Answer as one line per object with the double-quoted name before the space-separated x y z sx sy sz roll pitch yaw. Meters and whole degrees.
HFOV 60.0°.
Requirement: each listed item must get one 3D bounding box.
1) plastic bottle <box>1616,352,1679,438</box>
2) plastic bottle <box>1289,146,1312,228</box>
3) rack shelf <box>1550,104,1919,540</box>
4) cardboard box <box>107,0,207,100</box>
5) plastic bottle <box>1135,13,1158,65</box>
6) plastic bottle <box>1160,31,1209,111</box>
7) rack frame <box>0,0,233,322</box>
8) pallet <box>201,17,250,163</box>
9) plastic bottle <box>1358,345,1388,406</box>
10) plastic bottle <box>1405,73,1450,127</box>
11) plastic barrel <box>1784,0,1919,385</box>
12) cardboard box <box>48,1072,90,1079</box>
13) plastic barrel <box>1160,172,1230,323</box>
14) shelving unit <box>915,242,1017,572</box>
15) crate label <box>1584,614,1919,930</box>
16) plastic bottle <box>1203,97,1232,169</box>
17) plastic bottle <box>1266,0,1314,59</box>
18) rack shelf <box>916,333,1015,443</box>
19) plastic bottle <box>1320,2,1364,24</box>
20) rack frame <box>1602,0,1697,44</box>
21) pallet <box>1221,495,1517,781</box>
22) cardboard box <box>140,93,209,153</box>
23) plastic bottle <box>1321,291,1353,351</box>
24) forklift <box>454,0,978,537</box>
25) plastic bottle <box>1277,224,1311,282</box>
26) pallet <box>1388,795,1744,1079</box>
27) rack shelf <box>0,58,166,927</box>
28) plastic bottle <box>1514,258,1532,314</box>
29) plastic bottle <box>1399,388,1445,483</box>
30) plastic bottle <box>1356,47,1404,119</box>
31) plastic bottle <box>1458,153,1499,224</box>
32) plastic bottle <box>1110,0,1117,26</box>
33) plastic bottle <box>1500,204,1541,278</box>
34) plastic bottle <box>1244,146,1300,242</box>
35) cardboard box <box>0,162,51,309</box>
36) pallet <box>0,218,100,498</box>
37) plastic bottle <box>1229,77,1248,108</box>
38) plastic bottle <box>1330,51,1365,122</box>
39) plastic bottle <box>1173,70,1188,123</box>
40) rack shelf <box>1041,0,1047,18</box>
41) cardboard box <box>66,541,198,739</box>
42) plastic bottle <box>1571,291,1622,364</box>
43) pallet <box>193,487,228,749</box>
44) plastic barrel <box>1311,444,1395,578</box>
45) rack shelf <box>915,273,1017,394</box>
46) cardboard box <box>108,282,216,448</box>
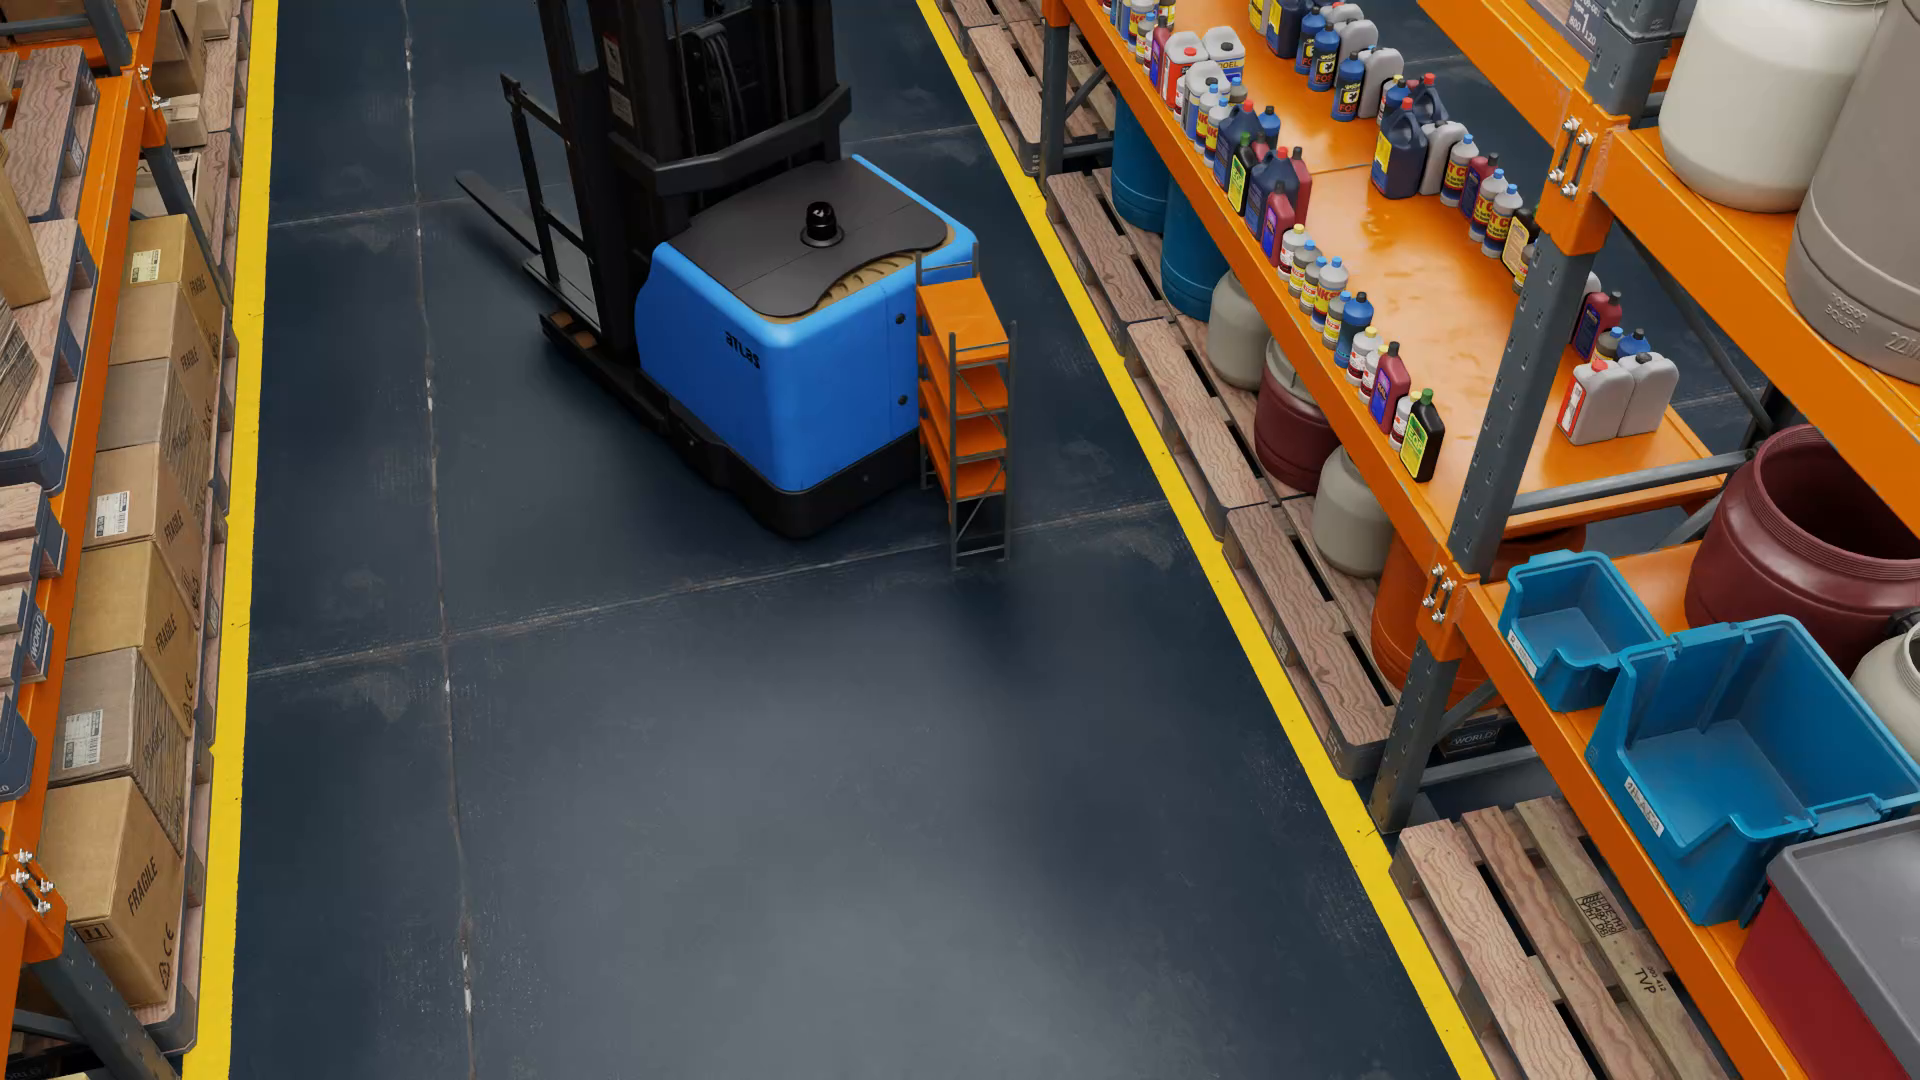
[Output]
"plastic bottle" 2.125 -0.473 5.201 0.152 0.276 0.135 -11 47 -10
"plastic bottle" 1.207 -1.262 5.969 0.061 0.283 0.133 -11 47 -10
"rack shelf" 2.436 0.424 2.638 1.077 0.370 4.000 -11 47 -10
"cardboard box" -4.375 -2.594 8.632 0.797 0.503 0.637 -11 47 -10
"plastic bottle" 0.772 -2.057 6.805 0.097 0.201 0.097 0 46 0
"plastic bottle" 0.887 -1.849 6.548 0.152 0.276 0.135 -11 47 -10
"rack frame" -3.890 -2.017 6.627 1.000 3.000 0.127 -11 47 -10
"pallet" -4.380 -2.360 8.915 1.003 0.211 1.213 -11 47 -10
"plastic bottle" 1.337 -0.533 5.311 0.097 0.201 0.097 0 46 0
"plastic bottle" 1.733 -1.568 6.221 0.144 0.351 0.185 -11 47 -10
"plastic barrel" 1.924 -0.778 2.961 0.600 0.901 0.600 0 46 0
"cardboard box" -2.493 1.680 4.242 0.500 0.311 0.500 -10 46 -9
"plastic barrel" 1.204 -1.465 7.261 0.600 0.901 0.708 -11 47 -10
"shelving unit" 0.017 -0.487 6.388 0.258 1.200 0.503 -11 47 -11
"crate label" 1.917 0.564 4.072 0.502 0.435 0.616 -11 47 -10
"plastic bottle" 0.974 -1.535 6.244 0.097 0.271 0.097 0 46 0
"plastic bottle" 1.359 -2.175 6.815 0.144 0.351 0.185 -11 47 -10
"rack shelf" 0.017 -0.597 6.276 0.258 0.148 0.480 -11 47 -11
"plastic bottle" 1.536 -2.064 6.759 0.152 0.276 0.135 -11 47 -10
"rack frame" 1.924 -2.259 2.663 1.000 3.000 0.127 -11 47 -10
"pallet" 1.682 0.280 6.327 1.003 0.211 1.213 -11 47 -10
"cardboard box" -4.019 -2.104 8.388 0.380 0.166 0.250 -11 47 -10
"plastic bottle" 1.262 -0.735 5.509 0.097 0.201 0.097 0 46 0
"forklift" -1.256 -2.017 6.675 1.130 2.935 3.031 -32 53 -27
"plastic bottle" 1.162 -1.003 5.772 0.097 0.201 0.097 0 46 0
"pallet" 2.085 1.359 5.270 1.003 0.211 1.213 -11 47 -10
"rack shelf" -3.378 -0.385 5.531 1.077 0.370 4.000 -11 47 -10
"plastic bottle" 1.945 -0.865 5.588 0.097 0.271 0.097 0 46 0
"plastic bottle" 1.408 -0.319 5.044 0.061 0.283 0.133 -11 47 -10
"plastic bottle" 1.630 -1.811 6.511 0.152 0.276 0.135 -11 47 -10
"plastic bottle" 1.874 -1.282 5.988 0.061 0.283 0.133 -11 47 -10
"plastic bottle" 0.687 -2.309 7.002 0.097 0.271 0.097 0 46 0
"plastic bottle" 1.958 -1.056 5.766 0.061 0.283 0.133 -11 47 -10
"plastic bottle" 1.115 -1.250 5.909 0.144 0.351 0.185 -11 47 -10
"cardboard box" -3.378 -0.991 5.257 0.700 0.500 0.500 -22 50 -20
"pallet" -3.368 -0.530 5.304 1.003 0.211 1.213 -11 47 -10
"plastic bottle" 1.062 -1.698 6.453 0.097 0.201 0.097 0 46 0
"plastic bottle" 1.514 -1.773 6.478 0.097 0.271 0.097 0 46 0
"plastic bottle" 0.890 -1.737 6.492 0.097 0.201 0.097 0 46 0
"rack shelf" 0.388 -4.050 9.122 1.077 0.370 4.000 -11 47 -10
"cardboard box" -2.969 0.391 5.709 0.500 0.500 0.500 -11 47 -11
"plastic bottle" 2.085 -0.711 5.428 0.061 0.283 0.133 -11 47 -10
"pallet" -3.329 0.357 6.252 1.003 0.211 1.213 -11 47 -10
"plastic barrel" 1.551 -0.143 6.238 0.421 0.512 0.421 0 46 0
"rack shelf" 0.017 -0.762 6.107 0.258 0.148 0.480 -11 47 -11
"cardboard box" -3.368 -0.665 6.744 0.500 0.500 0.500 -11 47 -10
